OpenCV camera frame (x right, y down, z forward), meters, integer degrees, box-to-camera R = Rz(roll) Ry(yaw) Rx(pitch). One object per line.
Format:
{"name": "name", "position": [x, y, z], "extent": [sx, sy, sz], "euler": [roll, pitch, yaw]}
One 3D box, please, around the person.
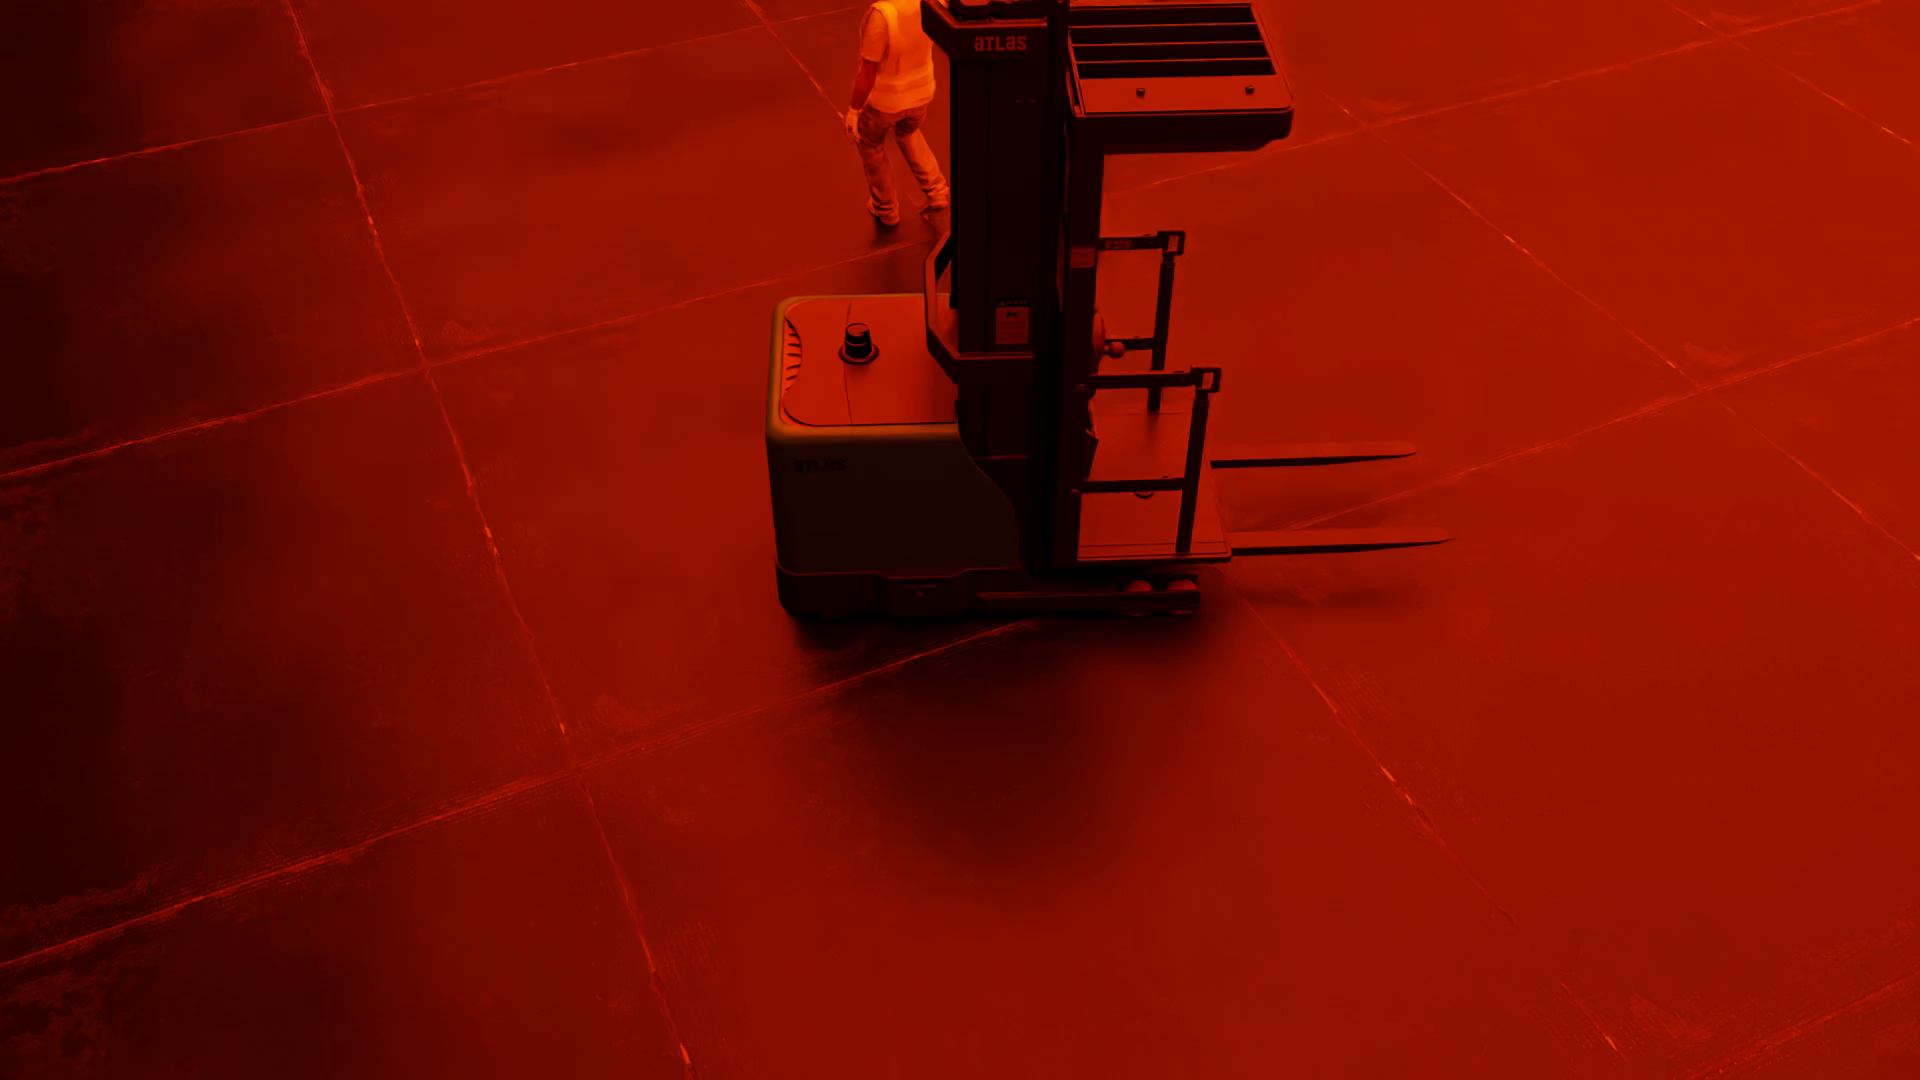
{"name": "person", "position": [-0.404, -2.506, 9.248], "extent": [0.747, 1.731, 0.582], "euler": [-24, 48, -24]}

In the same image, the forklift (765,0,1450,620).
{"name": "forklift", "position": [0.685, -1.093, 6.851], "extent": [3.031, 2.935, 1.130], "euler": [-2, 43, -2]}
